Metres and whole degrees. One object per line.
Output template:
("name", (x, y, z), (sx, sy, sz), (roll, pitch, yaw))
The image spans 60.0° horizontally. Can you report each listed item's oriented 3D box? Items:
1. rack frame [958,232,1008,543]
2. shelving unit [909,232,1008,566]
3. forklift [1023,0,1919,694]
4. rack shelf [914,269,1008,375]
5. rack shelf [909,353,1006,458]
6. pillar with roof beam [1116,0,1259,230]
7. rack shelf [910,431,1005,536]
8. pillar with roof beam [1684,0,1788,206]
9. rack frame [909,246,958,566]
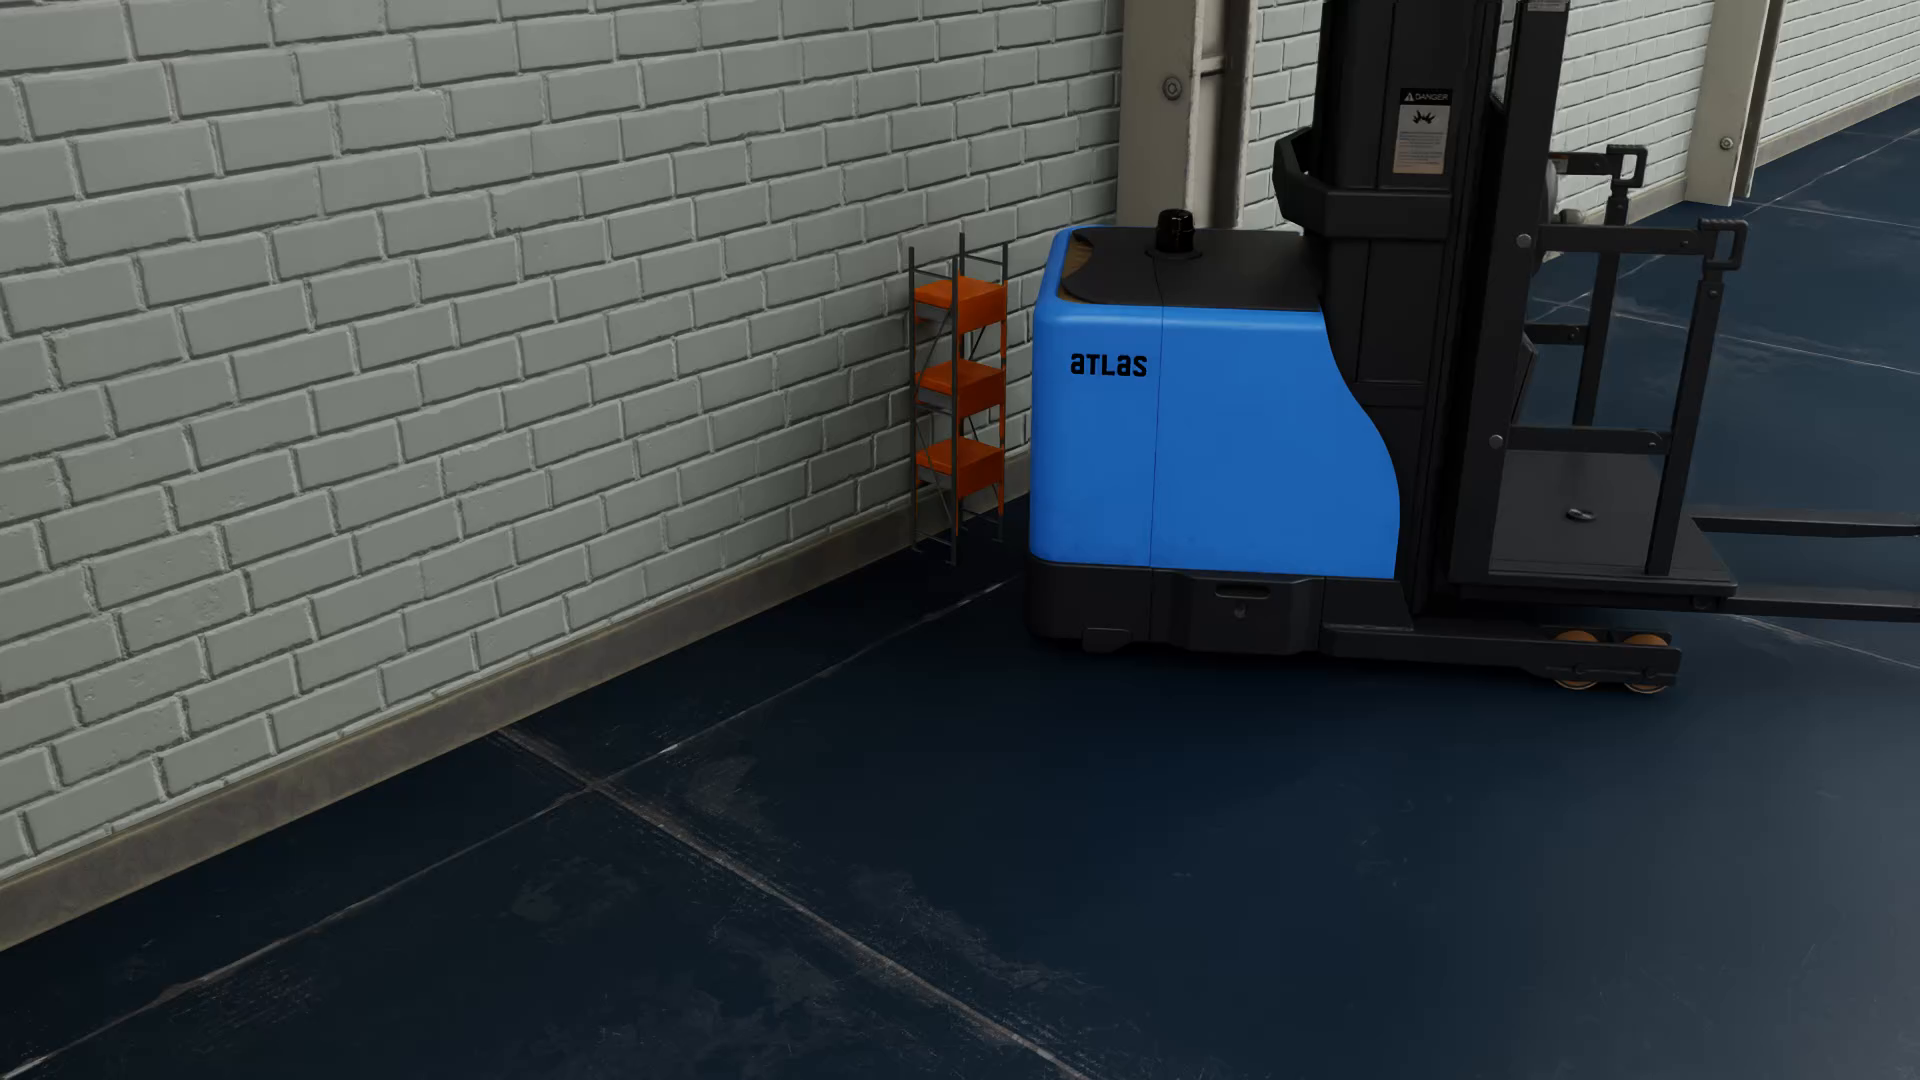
("rack frame", (0.074, -0.495, 5.569), (0.200, 1.050, 0.008), (20, 31, 37))
("shelving unit", (-0.006, -0.457, 5.485), (0.215, 1.050, 0.252), (20, 31, 37))
("forklift", (1.745, -1.128, 4.682), (3.031, 2.935, 1.130), (3, 24, 6))
("rack shelf", (-0.005, -0.706, 5.372), (0.215, 0.259, 0.240), (20, 31, 37))
("rack shelf", (-0.007, -0.448, 5.489), (0.215, 0.259, 0.240), (20, 31, 37))
("pillar with roof beam", (4.022, -3.291, 2.090), (9.100, 9.000, 0.400), (20, 31, 38))
("rack shelf", (-0.008, -0.195, 5.604), (0.215, 0.259, 0.240), (20, 31, 37))
("pillar with roof beam", (8.027, -5.119, 6.167), (9.100, 9.000, 0.400), (20, 31, 38))
("rack frame", (-0.087, -0.420, 5.401), (0.200, 1.050, 0.008), (20, 31, 37))
